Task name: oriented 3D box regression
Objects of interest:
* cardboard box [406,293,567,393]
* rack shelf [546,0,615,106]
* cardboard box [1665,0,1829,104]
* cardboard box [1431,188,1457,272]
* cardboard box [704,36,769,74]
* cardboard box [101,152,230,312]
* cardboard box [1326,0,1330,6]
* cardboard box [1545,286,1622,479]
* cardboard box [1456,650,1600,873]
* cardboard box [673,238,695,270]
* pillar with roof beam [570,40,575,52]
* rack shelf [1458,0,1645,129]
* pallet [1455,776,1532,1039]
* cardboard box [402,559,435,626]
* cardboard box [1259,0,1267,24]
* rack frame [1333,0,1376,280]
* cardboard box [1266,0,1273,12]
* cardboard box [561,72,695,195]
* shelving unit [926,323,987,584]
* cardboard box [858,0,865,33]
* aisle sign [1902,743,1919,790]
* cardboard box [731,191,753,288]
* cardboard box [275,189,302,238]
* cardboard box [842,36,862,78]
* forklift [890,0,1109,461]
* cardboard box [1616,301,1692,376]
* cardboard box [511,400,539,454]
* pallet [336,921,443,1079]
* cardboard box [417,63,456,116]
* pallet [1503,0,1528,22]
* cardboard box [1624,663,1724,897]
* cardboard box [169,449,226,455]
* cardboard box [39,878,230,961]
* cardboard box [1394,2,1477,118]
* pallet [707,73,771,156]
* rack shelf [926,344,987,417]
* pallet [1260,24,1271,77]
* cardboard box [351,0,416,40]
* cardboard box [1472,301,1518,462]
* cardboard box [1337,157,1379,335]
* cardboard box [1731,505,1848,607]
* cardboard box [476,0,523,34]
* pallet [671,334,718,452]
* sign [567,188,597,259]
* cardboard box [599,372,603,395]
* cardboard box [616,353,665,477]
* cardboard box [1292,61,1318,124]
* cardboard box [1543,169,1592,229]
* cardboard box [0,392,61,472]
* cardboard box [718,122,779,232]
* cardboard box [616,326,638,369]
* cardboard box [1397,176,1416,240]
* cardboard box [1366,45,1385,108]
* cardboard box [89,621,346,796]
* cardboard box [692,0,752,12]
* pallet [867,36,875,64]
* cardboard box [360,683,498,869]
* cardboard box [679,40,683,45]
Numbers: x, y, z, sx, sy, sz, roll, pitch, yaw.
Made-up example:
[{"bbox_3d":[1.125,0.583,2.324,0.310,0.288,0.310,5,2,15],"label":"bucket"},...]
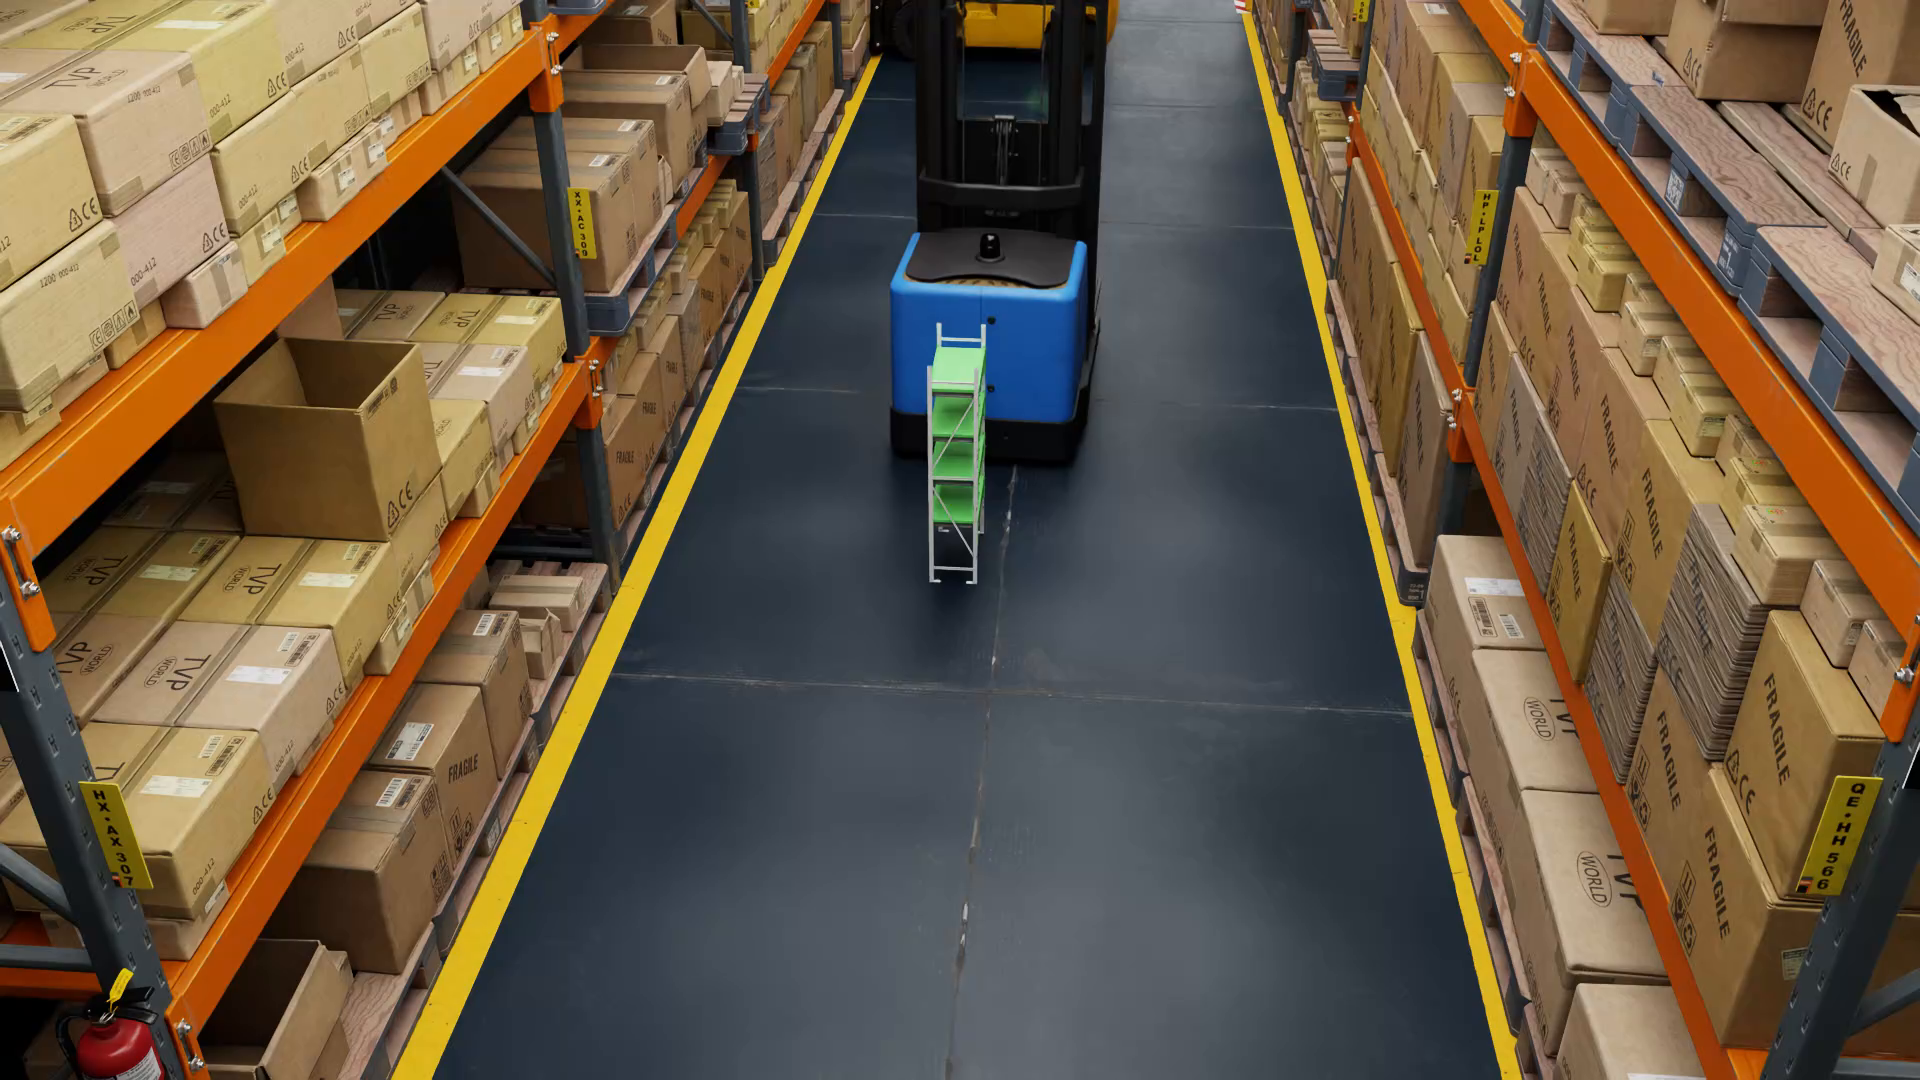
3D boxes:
[{"bbox_3d":[-2.009,-0.832,7.100,0.500,0.250,0.500,3,32,5],"label":"cardboard box"},{"bbox_3d":[-2.048,-3.062,8.686,1.077,0.370,4.000,2,32,4],"label":"rack shelf"},{"bbox_3d":[2.659,-1.671,5.150,0.797,0.503,0.637,5,32,8],"label":"cardboard box"},{"bbox_3d":[2.564,-1.487,7.971,0.500,0.250,0.500,3,32,5],"label":"cardboard box"},{"bbox_3d":[-1.606,-3.295,11.381,0.500,0.250,0.500,3,32,4],"label":"cardboard box"},{"bbox_3d":[-2.207,-0.781,4.158,0.500,0.250,0.500,3,32,5],"label":"cardboard box"},{"bbox_3d":[2.902,-3.994,12.211,0.380,0.149,0.250,1,32,2],"label":"cardboard box"},{"bbox_3d":[2.356,-0.534,5.709,0.500,0.500,0.500,3,32,5],"label":"cardboard box"},{"bbox_3d":[2.506,0.868,6.524,0.875,0.438,0.875,2,32,3],"label":"cardboard box"},{"bbox_3d":[-1.816,-1.713,10.034,0.380,0.149,0.250,2,32,3],"label":"cardboard box"},{"bbox_3d":[1.613,-6.228,10.278,9.100,9.000,0.400,2,32,4],"label":"pillar with roof beam"},{"bbox_3d":[2.899,-2.852,8.346,1.077,0.370,4.000,2,32,4],"label":"rack shelf"},{"bbox_3d":[2.500,1.385,6.301,1.003,0.211,1.213,2,32,4],"label":"pallet"},{"bbox_3d":[-2.081,0.183,5.834,0.380,0.149,0.250,3,32,5],"label":"cardboard box"},{"bbox_3d":[3.323,-5.442,16.942,0.500,0.250,0.500,4,32,6],"label":"cardboard box"},{"bbox_3d":[3.062,-2.927,10.641,1.000,3.000,0.127,2,32,4],"label":"rack frame"},{"bbox_3d":[3.284,-5.480,16.289,0.500,0.500,0.500,3,32,5],"label":"cardboard box"},{"bbox_3d":[-1.842,-2.192,8.952,0.700,0.500,0.500,2,32,4],"label":"cardboard box"},{"bbox_3d":[-0.013,-0.424,8.295,0.258,1.200,0.503,2,32,4],"label":"shelving unit"},{"bbox_3d":[-1.173,-4.953,15.672,0.500,0.250,0.500,2,32,4],"label":"cardboard box"},{"bbox_3d":[2.096,0.174,3.131,0.394,0.787,0.004,2,32,4],"label":"aisle sign"},{"bbox_3d":[-1.705,-2.022,11.154,0.500,0.500,0.500,3,32,5],"label":"cardboard box"},{"bbox_3d":[-2.150,-0.948,4.809,0.380,0.149,0.250,2,32,3],"label":"cardboard box"},{"bbox_3d":[-1.190,-4.476,15.374,0.500,0.250,0.500,3,32,4],"label":"cardboard box"},{"bbox_3d":[0.320,-2.446,9.925,1.130,2.935,3.031,4,32,7],"label":"forklift"},{"bbox_3d":[2.310,-0.630,5.247,0.380,0.149,0.250,3,32,4],"label":"cardboard box"},{"bbox_3d":[-1.982,-0.487,6.921,0.380,0.149,0.250,3,32,5],"label":"cardboard box"},{"bbox_3d":[-2.466,1.777,5.666,1.003,0.211,1.213,2,32,4],"label":"pallet"},{"bbox_3d":[-2.024,-1.619,5.898,0.380,0.149,0.250,2,32,4],"label":"cardboard box"},{"bbox_3d":[2.762,-2.513,7.291,0.805,0.209,1.217,1,32,2],"label":"pallet"},{"bbox_3d":[2.242,0.688,4.679,0.500,0.500,0.500,2,32,3],"label":"cardboard box"},{"bbox_3d":[-2.598,-0.329,6.284,0.500,0.250,0.500,3,32,5],"label":"cardboard box"},{"bbox_3d":[-2.236,0.993,4.520,0.380,0.149,0.250,2,32,4],"label":"cardboard box"},{"bbox_3d":[2.690,-2.618,9.091,0.500,0.500,0.500,3,32,5],"label":"cardboard box"},{"bbox_3d":[-1.870,-2.698,10.452,1.213,0.211,1.003,2,32,4],"label":"pallet"},{"bbox_3d":[-0.013,-0.778,8.076,0.258,0.148,0.480,2,32,4],"label":"rack shelf"},{"bbox_3d":[3.504,-4.824,16.377,1.003,0.211,1.213,2,32,4],"label":"pallet"},{"bbox_3d":[-2.094,-1.794,5.325,0.500,0.250,0.500,3,32,5],"label":"cardboard box"},{"bbox_3d":[2.437,-0.644,6.841,0.500,0.500,0.500,3,32,6],"label":"cardboard box"},{"bbox_3d":[2.923,-1.844,10.508,0.875,0.875,0.875,2,32,4],"label":"cardboard box"},{"bbox_3d":[2.174,0.043,4.154,0.380,0.149,0.250,2,32,4],"label":"cardboard box"},{"bbox_3d":[-2.001,-2.122,6.335,0.500,0.250,0.500,3,32,4],"label":"cardboard box"},{"bbox_3d":[-2.086,-0.925,10.050,1.003,0.211,1.213,2,32,4],"label":"pallet"},{"bbox_3d":[-1.669,-1.395,7.330,0.100,0.325,0.005,2,32,4],"label":"sign"},{"bbox_3d":[-1.977,-0.742,8.175,0.380,0.149,0.250,2,32,3],"label":"cardboard box"},{"bbox_3d":[-1.914,-0.682,8.981,0.500,0.500,0.500,2,32,3],"label":"cardboard box"},{"bbox_3d":[3.348,-3.805,14.169,0.950,0.372,0.625,3,32,5],"label":"cardboard box"},{"bbox_3d":[2.447,-1.291,6.320,0.380,0.149,0.250,3,32,5],"label":"cardboard box"},{"bbox_3d":[-2.279,-0.281,3.727,0.380,0.149,0.250,3,32,5],"label":"cardboard box"},{"bbox_3d":[-1.821,-2.631,12.023,0.875,0.625,0.625,3,32,6],"label":"cardboard box"},{"bbox_3d":[-1.953,-1.039,8.942,0.380,0.149,0.250,2,32,3],"label":"cardboard box"},{"bbox_3d":[2.662,-1.817,8.982,0.500,0.250,0.500,2,32,4],"label":"cardboard box"},{"bbox_3d":[2.775,-2.822,10.136,0.500,0.250,0.500,2,32,4],"label":"cardboard box"},{"bbox_3d":[-2.190,0.494,4.949,0.500,0.250,0.500,3,32,5],"label":"cardboard box"},{"bbox_3d":[-1.566,-3.610,11.035,0.380,0.149,0.250,3,32,5],"label":"cardboard box"},{"bbox_3d":[-1.356,-5.096,16.817,1.003,0.211,1.213,2,32,4],"label":"pallet"},{"bbox_3d":[-2.141,0.898,6.416,0.500,0.500,0.500,3,32,5],"label":"cardboard box"},{"bbox_3d":[-2.104,-3.319,11.420,0.500,0.250,0.500,2,32,3],"label":"cardboard box"}]
